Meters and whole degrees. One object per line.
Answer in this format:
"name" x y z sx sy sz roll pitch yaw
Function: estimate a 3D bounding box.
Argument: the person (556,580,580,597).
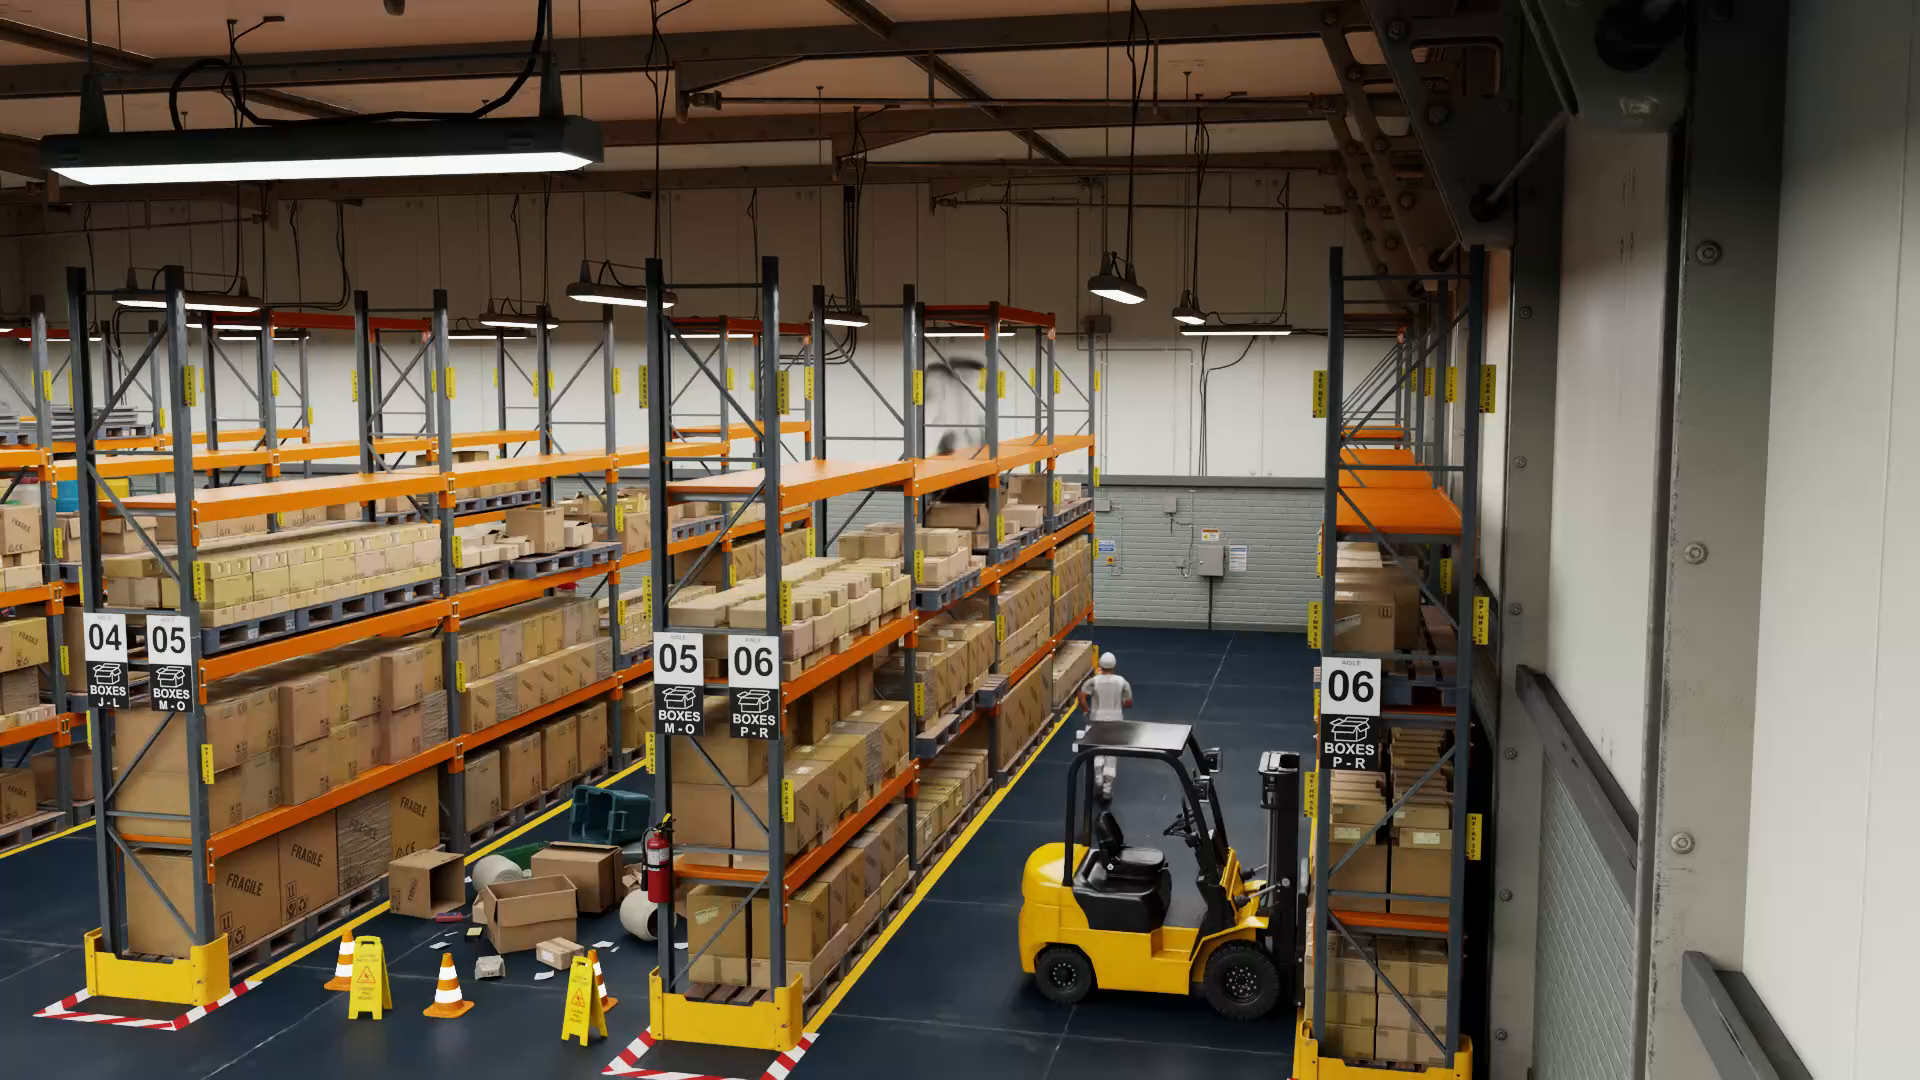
"person" -7.589 1.103 31.943 0.753 1.795 0.697 3 7 29

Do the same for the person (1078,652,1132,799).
"person" 1.771 2.249 20.122 0.631 1.821 0.692 1 6 11
